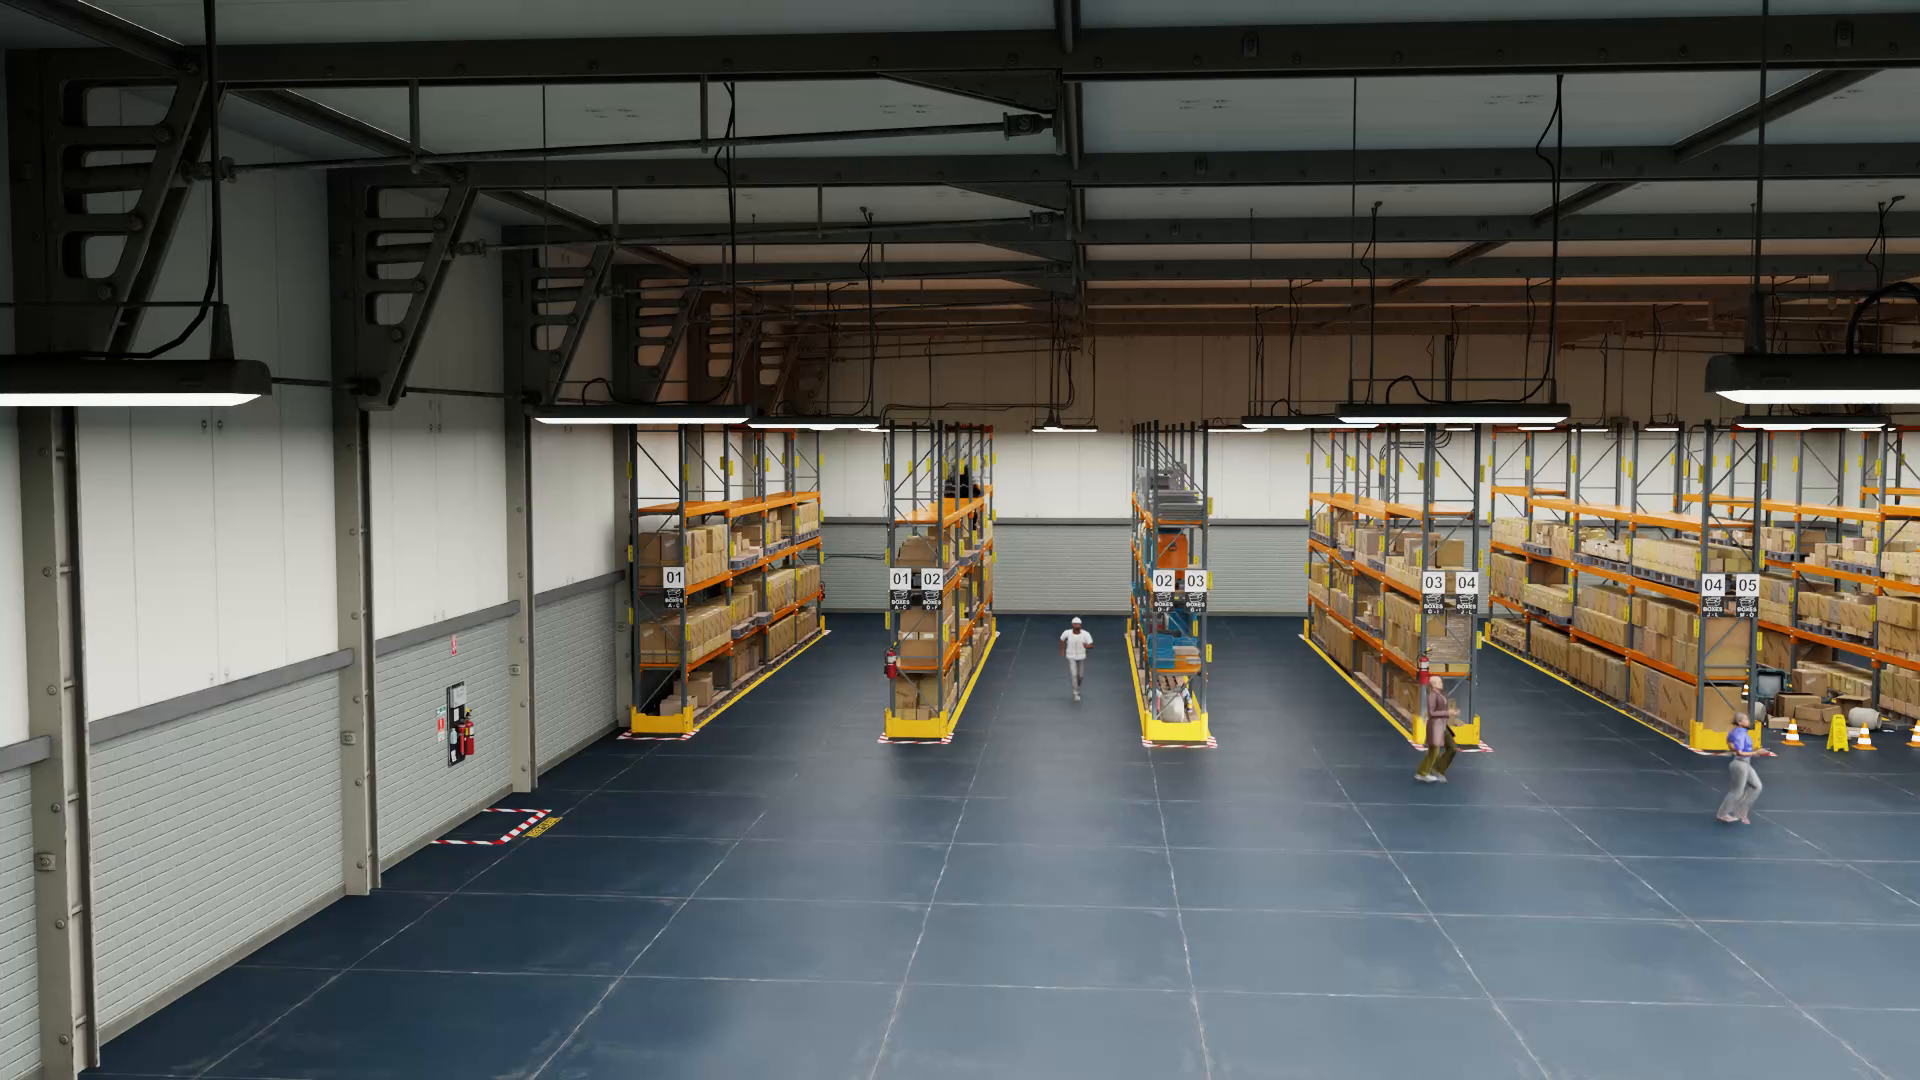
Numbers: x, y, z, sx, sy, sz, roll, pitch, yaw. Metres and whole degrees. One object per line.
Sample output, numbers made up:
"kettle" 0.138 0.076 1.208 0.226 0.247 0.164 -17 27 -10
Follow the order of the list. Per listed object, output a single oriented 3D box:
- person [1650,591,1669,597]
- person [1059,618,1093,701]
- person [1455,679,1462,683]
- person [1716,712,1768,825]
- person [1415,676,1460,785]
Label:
"person" 19.884 1.879 47.316 0.918 1.703 0.702 0 4 6
"person" 2.516 2.540 35.883 0.701 1.750 0.981 0 4 -3
"person" 11.603 2.443 38.434 0.627 1.767 0.821 0 4 -4
"person" 11.478 3.363 24.375 0.667 1.685 0.558 2 4 33
"person" 7.831 3.124 27.189 0.754 1.814 0.688 3 4 35
